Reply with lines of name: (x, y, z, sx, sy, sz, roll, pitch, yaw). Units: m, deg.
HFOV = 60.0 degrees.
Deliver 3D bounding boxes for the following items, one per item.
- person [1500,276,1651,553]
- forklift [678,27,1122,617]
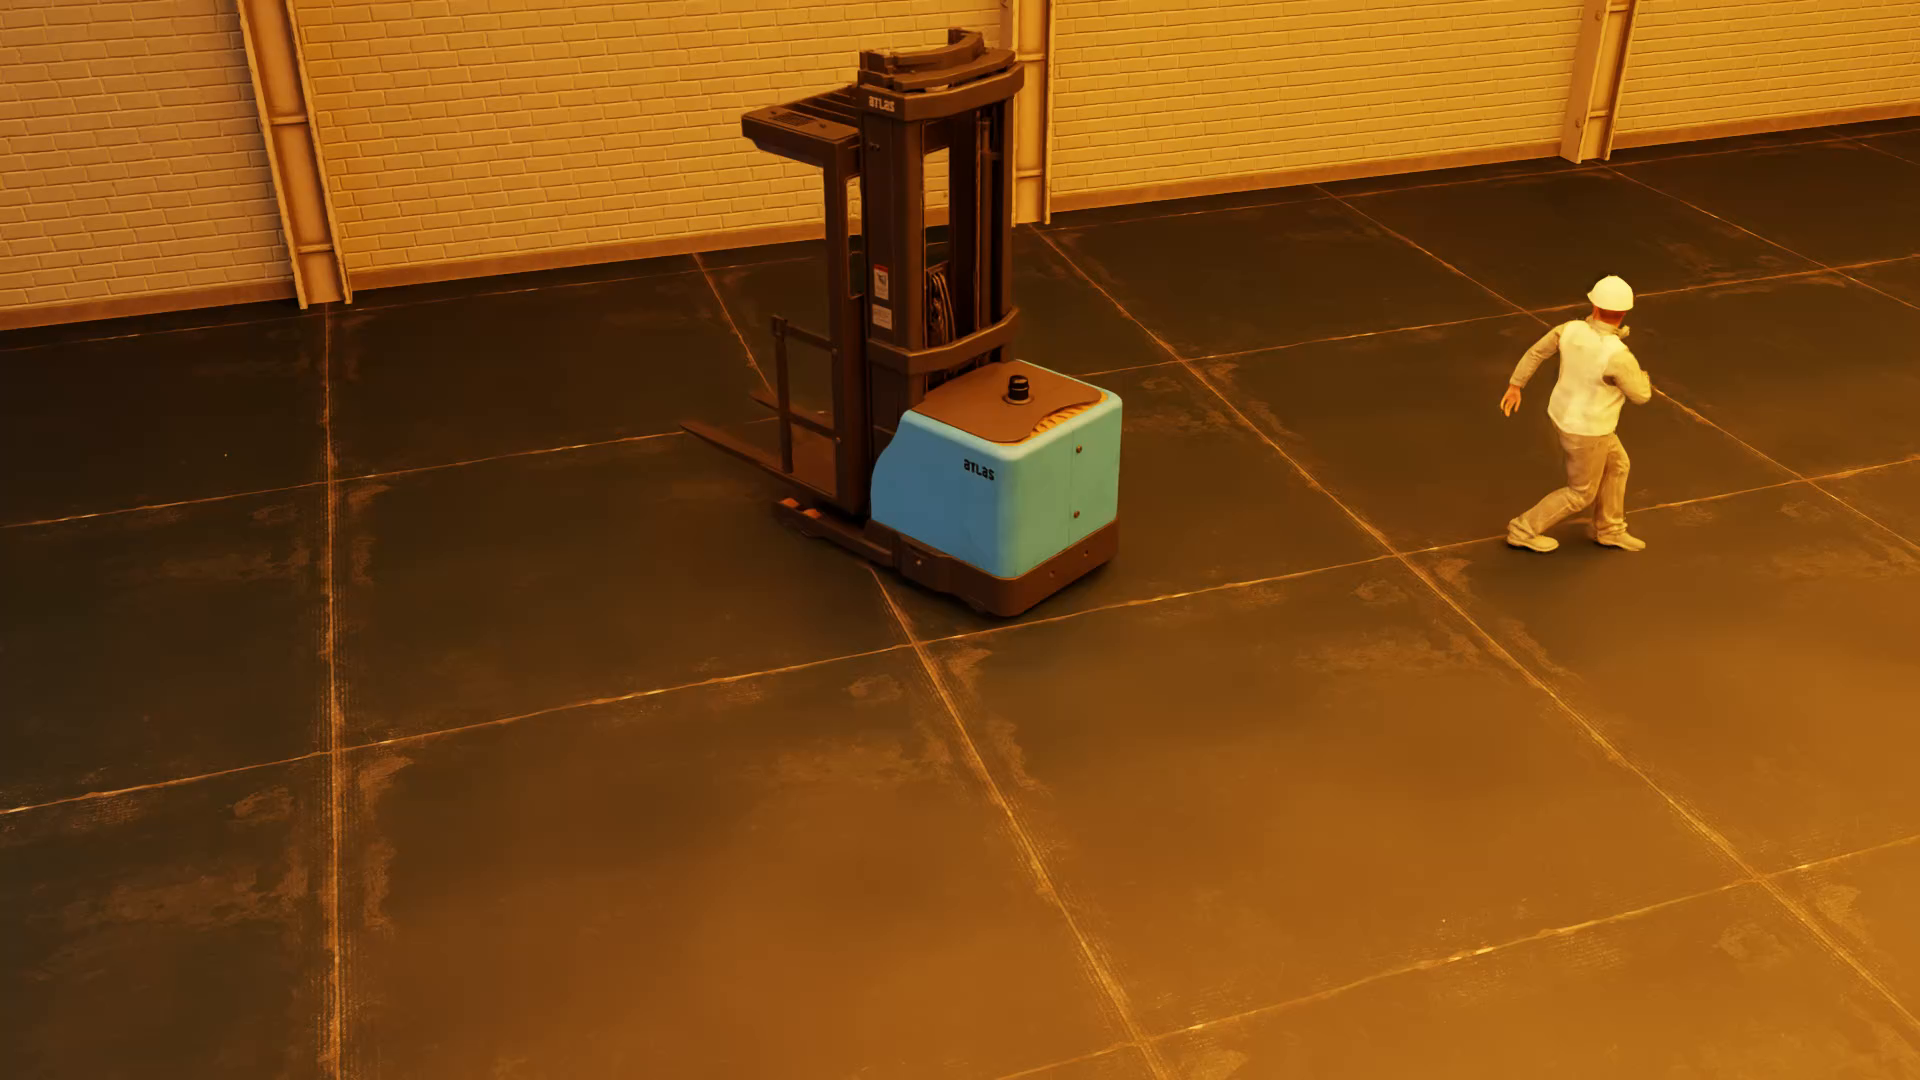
person: (3.633, -0.701, 9.566, 0.950, 1.708, 0.554, -1, 30, -1)
forklift: (-0.508, -1.464, 9.631, 3.031, 2.935, 1.130, 24, 38, 36)
